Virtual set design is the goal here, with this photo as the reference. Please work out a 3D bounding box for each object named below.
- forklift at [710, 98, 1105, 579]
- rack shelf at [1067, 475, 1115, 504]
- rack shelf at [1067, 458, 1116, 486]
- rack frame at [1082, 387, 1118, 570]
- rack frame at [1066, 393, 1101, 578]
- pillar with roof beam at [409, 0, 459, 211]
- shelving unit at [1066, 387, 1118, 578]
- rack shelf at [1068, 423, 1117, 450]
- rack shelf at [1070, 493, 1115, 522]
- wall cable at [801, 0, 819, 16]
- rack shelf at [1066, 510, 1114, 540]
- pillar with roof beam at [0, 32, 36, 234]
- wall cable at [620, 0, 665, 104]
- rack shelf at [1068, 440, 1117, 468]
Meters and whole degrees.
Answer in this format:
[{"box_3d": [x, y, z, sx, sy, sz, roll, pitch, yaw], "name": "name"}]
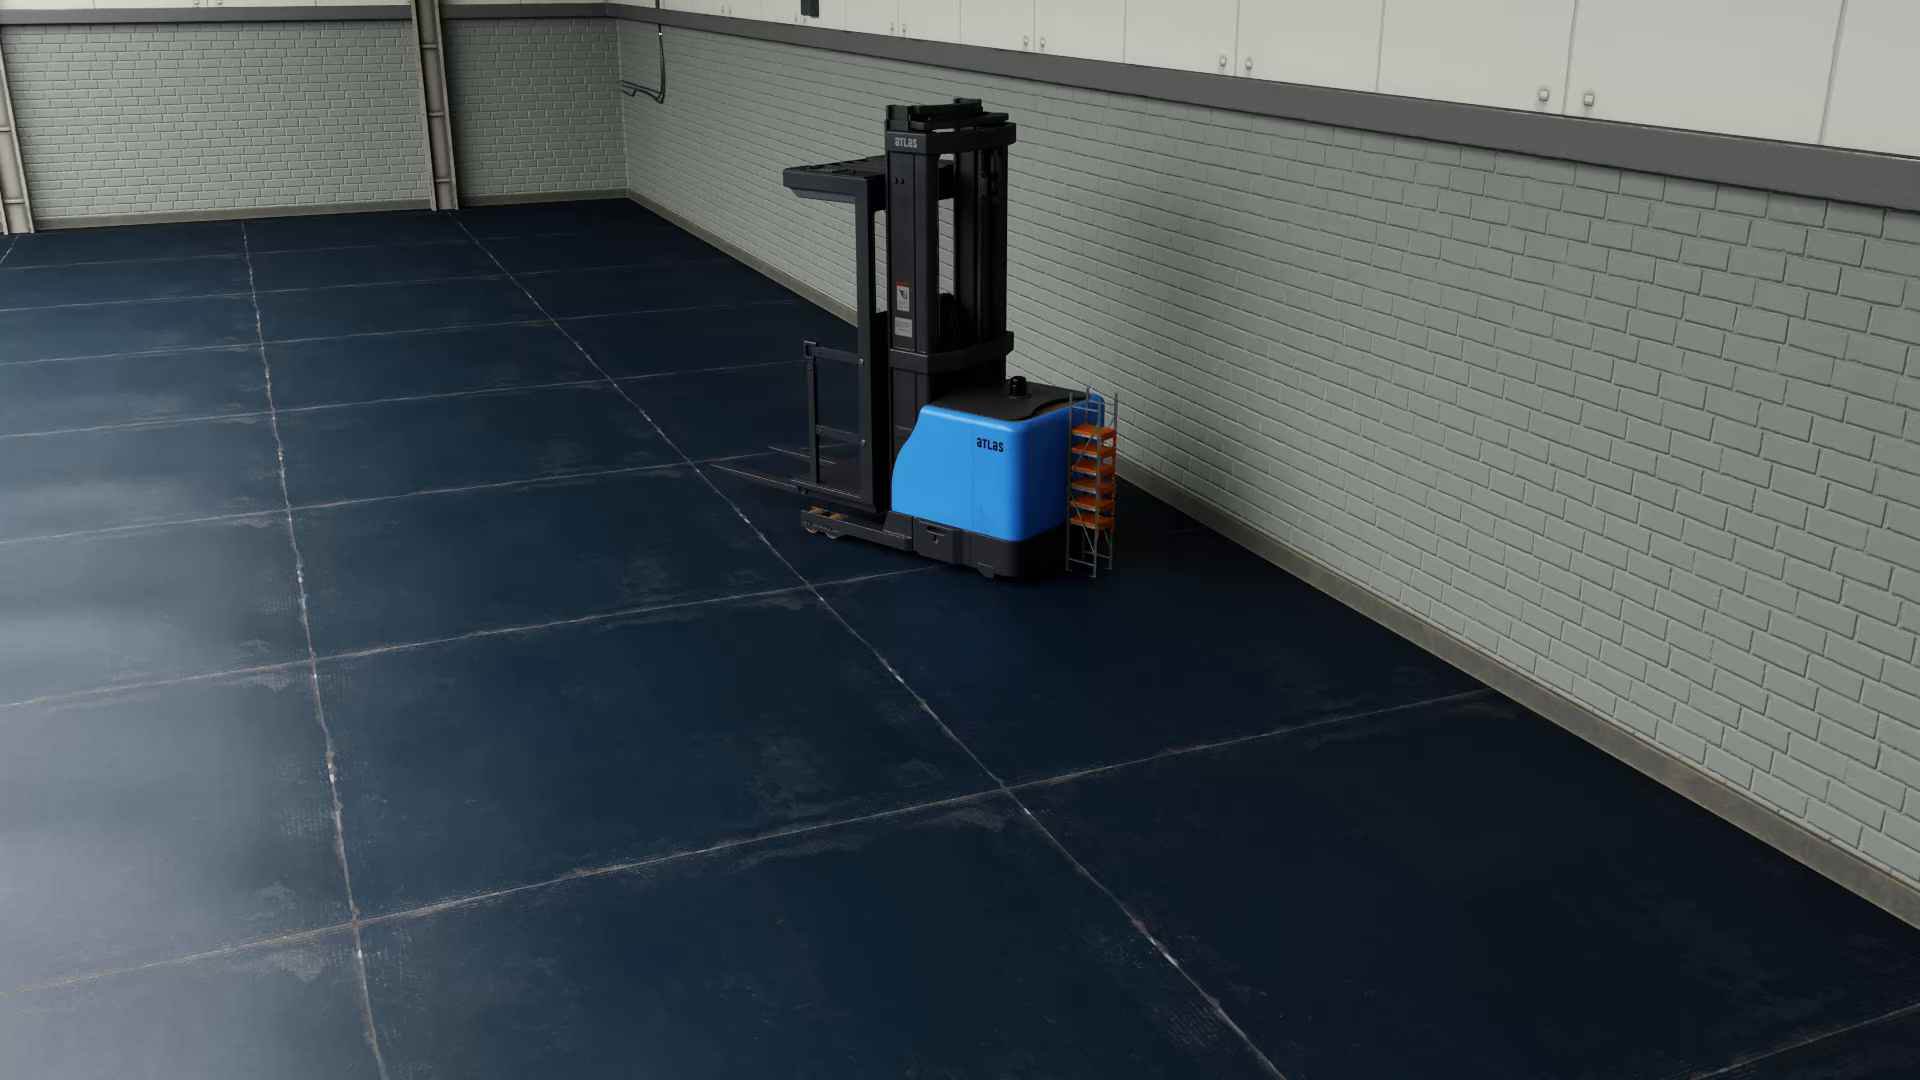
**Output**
[{"box_3d": [-0.489, -1.513, 11.407, 3.031, 2.935, 1.130, 15, 24, 36], "name": "forklift"}, {"box_3d": [0.849, -0.326, 10.776, 0.258, 0.103, 0.180, 15, 24, 36], "name": "rack shelf"}, {"box_3d": [0.849, -0.439, 10.736, 0.258, 0.103, 0.180, 15, 24, 36], "name": "rack shelf"}, {"box_3d": [0.907, -0.392, 10.828, 0.240, 1.200, 0.006, 15, 24, 36], "name": "rack frame"}, {"box_3d": [0.792, -0.344, 10.694, 0.240, 1.200, 0.006, 15, 24, 36], "name": "rack frame"}, {"box_3d": [-6.520, -8.223, 21.326, 0.400, 9.000, 9.100, -8, 21, -22], "name": "pillar with roof beam"}, {"box_3d": [0.849, -0.368, 10.761, 0.258, 1.200, 0.189, 15, 24, 36], "name": "shelving unit"}, {"box_3d": [0.849, -0.666, 10.656, 0.258, 0.103, 0.180, 15, 24, 36], "name": "rack shelf"}, {"box_3d": [0.849, -0.213, 10.816, 0.258, 0.103, 0.180, 15, 24, 36], "name": "rack shelf"}, {"box_3d": [-1.251, -8.227, 16.217, 0.169, 6.003, 2.305, -8, 21, -22], "name": "wall cable"}, {"box_3d": [0.849, -0.100, 10.855, 0.258, 0.103, 0.180, 15, 24, 36], "name": "rack shelf"}, {"box_3d": [-12.029, -7.434, 19.084, 0.400, 9.000, 9.100, -8, 21, -22], "name": "pillar with roof beam"}, {"box_3d": [-4.997, -8.055, 25.526, 0.112, 2.526, 3.097, -8, 21, -22], "name": "wall cable"}, {"box_3d": [0.849, -0.553, 10.696, 0.258, 0.103, 0.180, 15, 24, 36], "name": "rack shelf"}]
